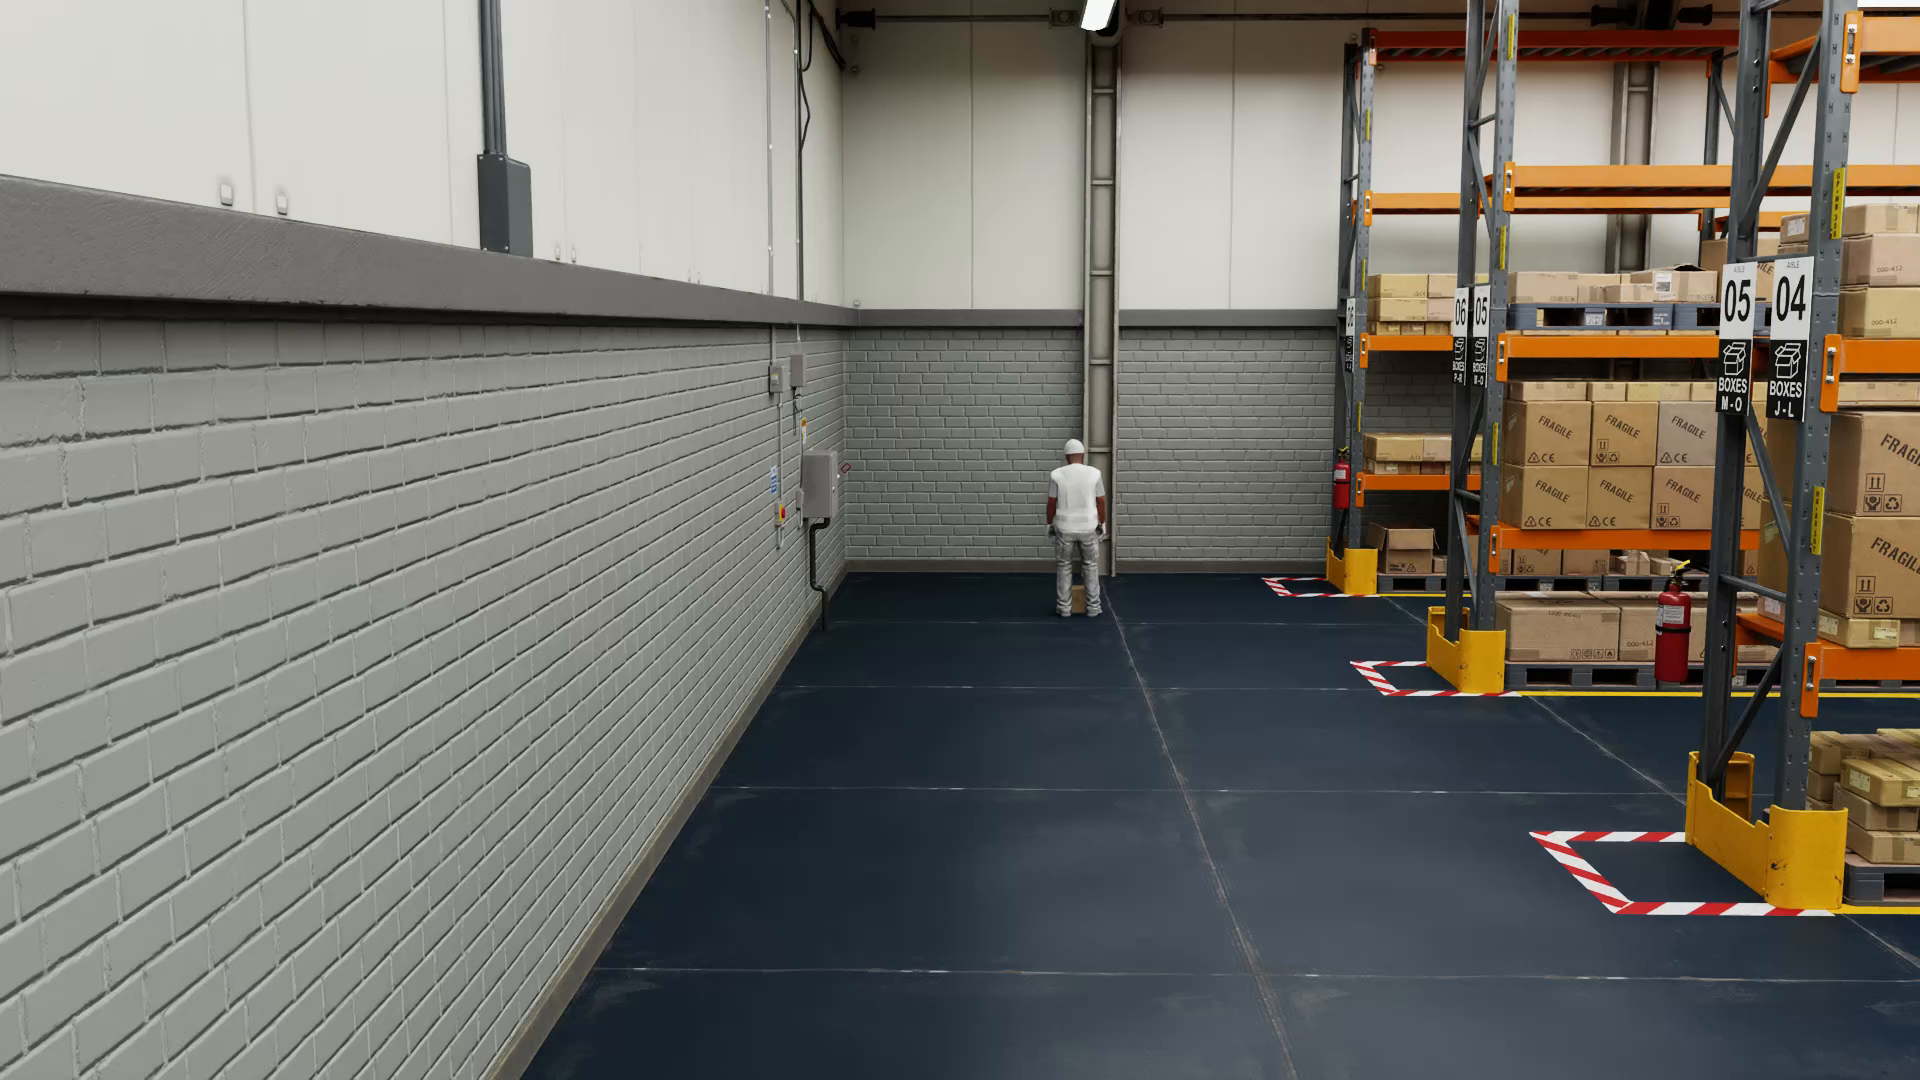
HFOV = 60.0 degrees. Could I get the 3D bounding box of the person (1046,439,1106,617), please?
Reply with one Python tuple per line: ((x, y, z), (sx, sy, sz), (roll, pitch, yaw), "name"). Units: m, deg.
((1.163, -0.121, 16.691), (0.606, 1.773, 0.447), (0, 7, -1), "person")
